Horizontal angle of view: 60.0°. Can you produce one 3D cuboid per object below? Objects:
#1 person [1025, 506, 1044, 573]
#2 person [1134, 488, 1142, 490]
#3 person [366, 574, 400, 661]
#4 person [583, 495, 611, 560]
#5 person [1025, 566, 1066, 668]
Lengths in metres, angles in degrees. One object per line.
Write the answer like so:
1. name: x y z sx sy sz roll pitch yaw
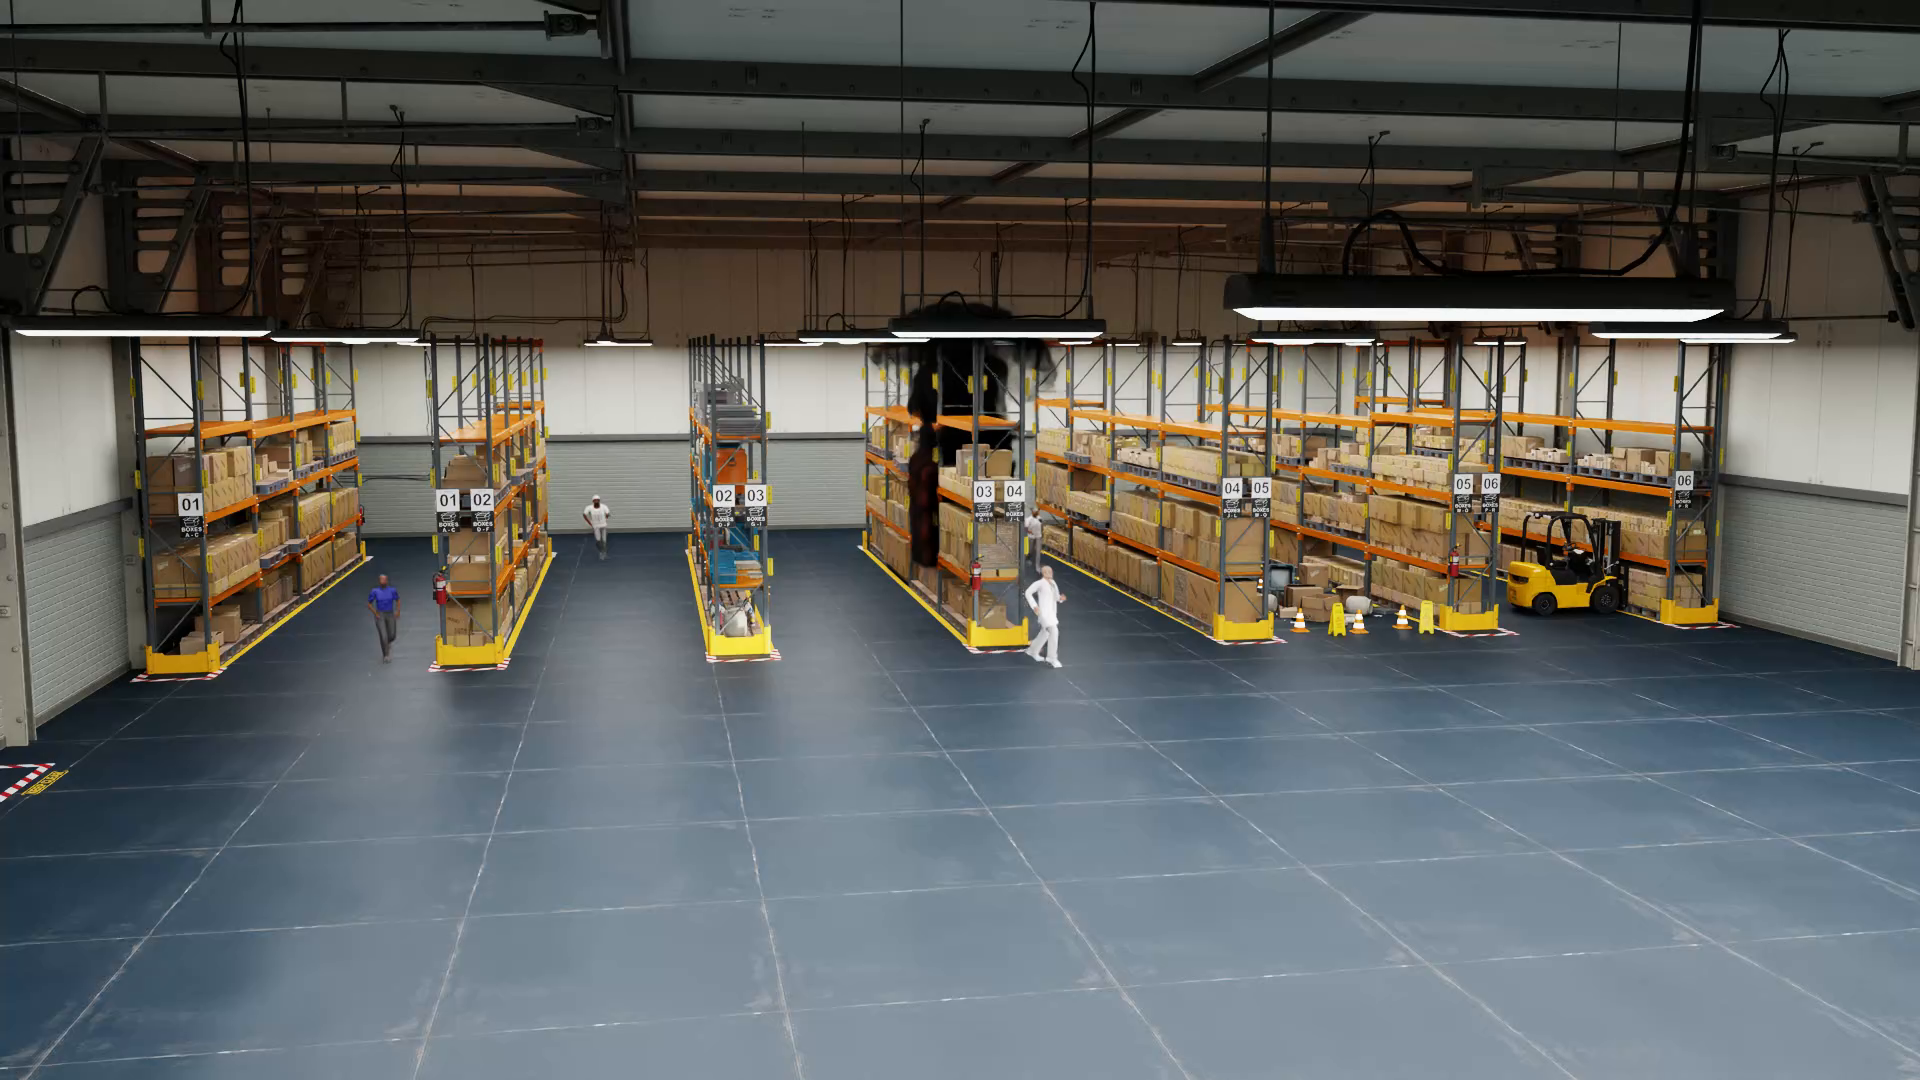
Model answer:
1. person: 1.922 -0.044 43.057 0.587 1.697 0.902 -1 7 -12
2. person: 5.752 -0.805 50.590 0.967 1.569 0.614 0 7 1
3. person: -10.634 1.419 30.714 0.624 1.606 0.549 -4 8 -32
4. person: -9.870 -0.327 45.361 0.694 1.813 0.728 -3 7 -26
5. person: 1.555 1.381 30.207 0.850 1.836 0.681 4 8 31
